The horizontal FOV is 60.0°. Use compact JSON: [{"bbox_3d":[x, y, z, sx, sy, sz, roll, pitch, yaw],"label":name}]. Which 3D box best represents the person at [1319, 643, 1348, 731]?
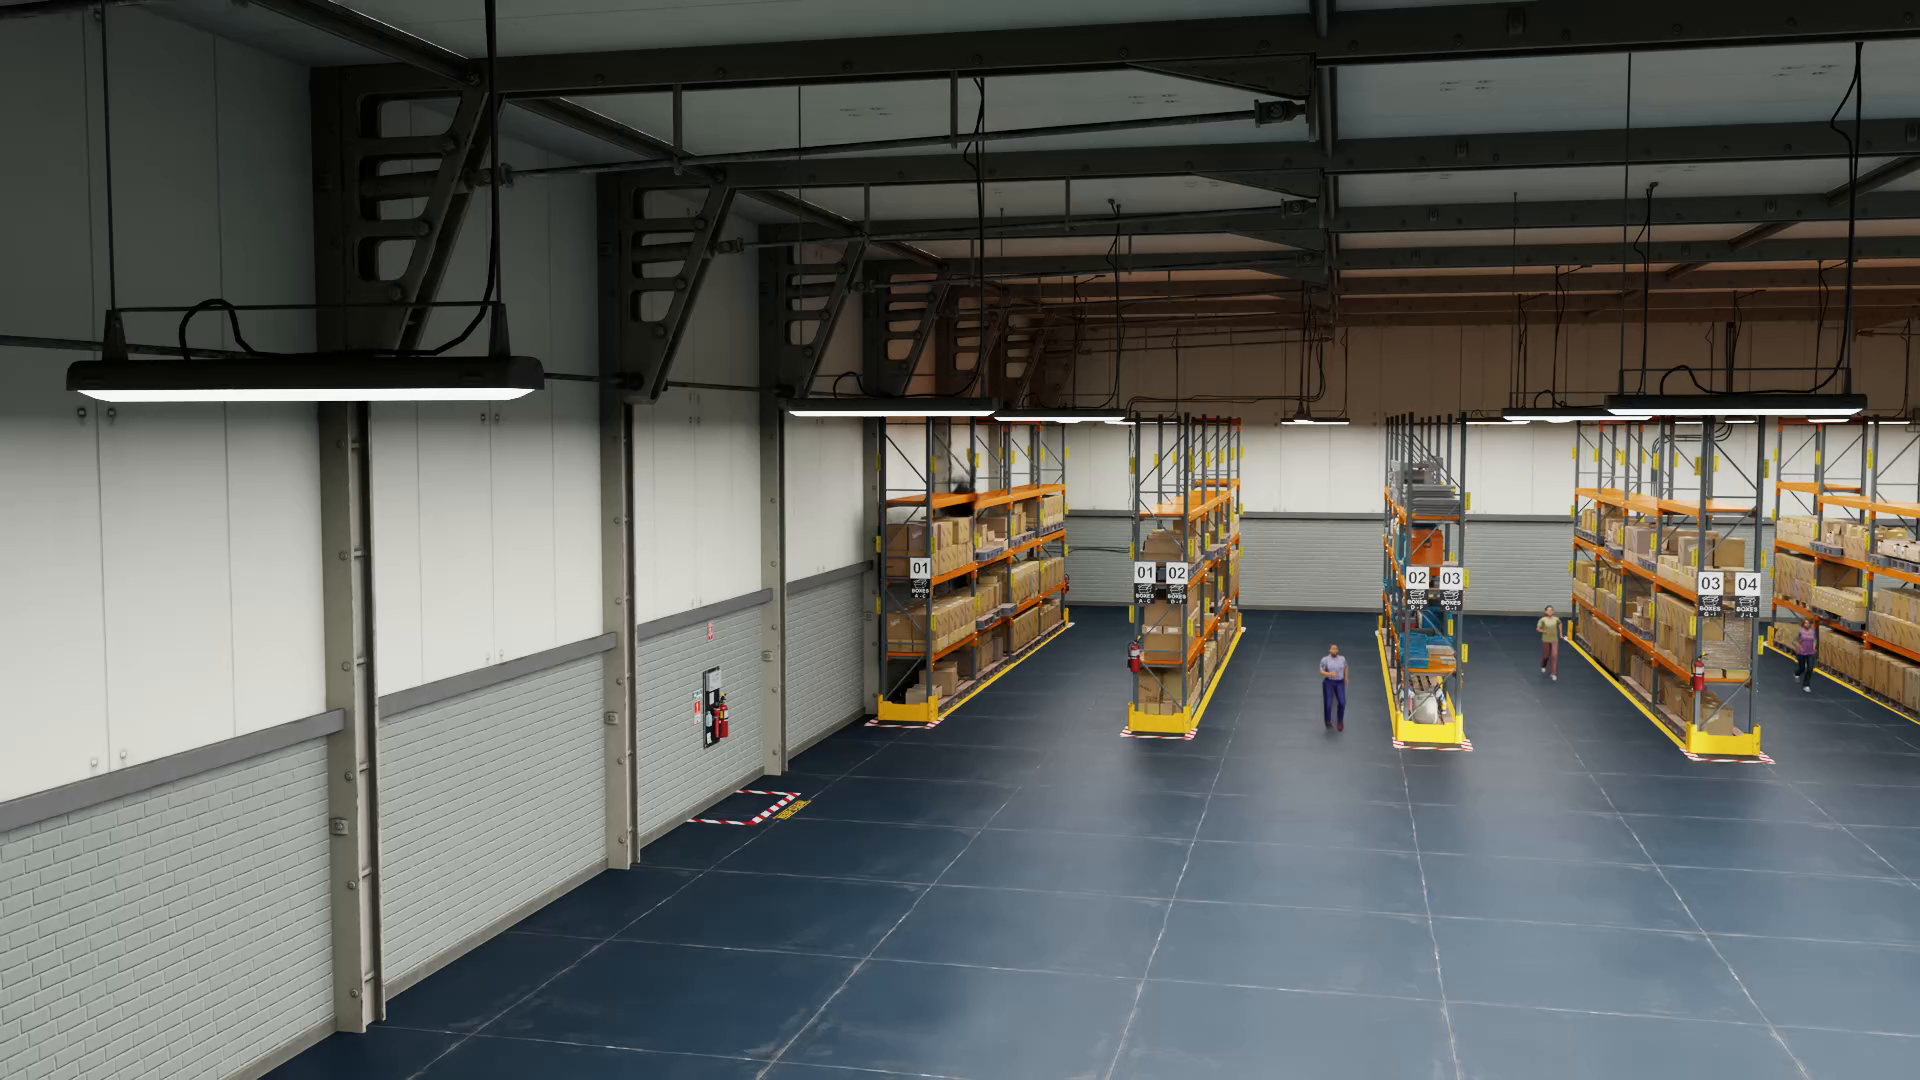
[{"bbox_3d":[7.080,2.782,31.444,0.578,1.666,0.688,0,4,2],"label":"person"}]

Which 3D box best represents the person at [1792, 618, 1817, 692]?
[{"bbox_3d":[18.419,2.503,36.248,0.539,1.561,0.756,1,4,9],"label":"person"}]

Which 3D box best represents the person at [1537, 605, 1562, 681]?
[{"bbox_3d":[13.451,2.317,37.910,0.587,1.649,1.013,1,4,9],"label":"person"}]

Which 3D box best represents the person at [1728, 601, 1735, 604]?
[{"bbox_3d":[20.065,1.986,43.616,0.637,1.626,0.619,2,4,31],"label":"person"}]
